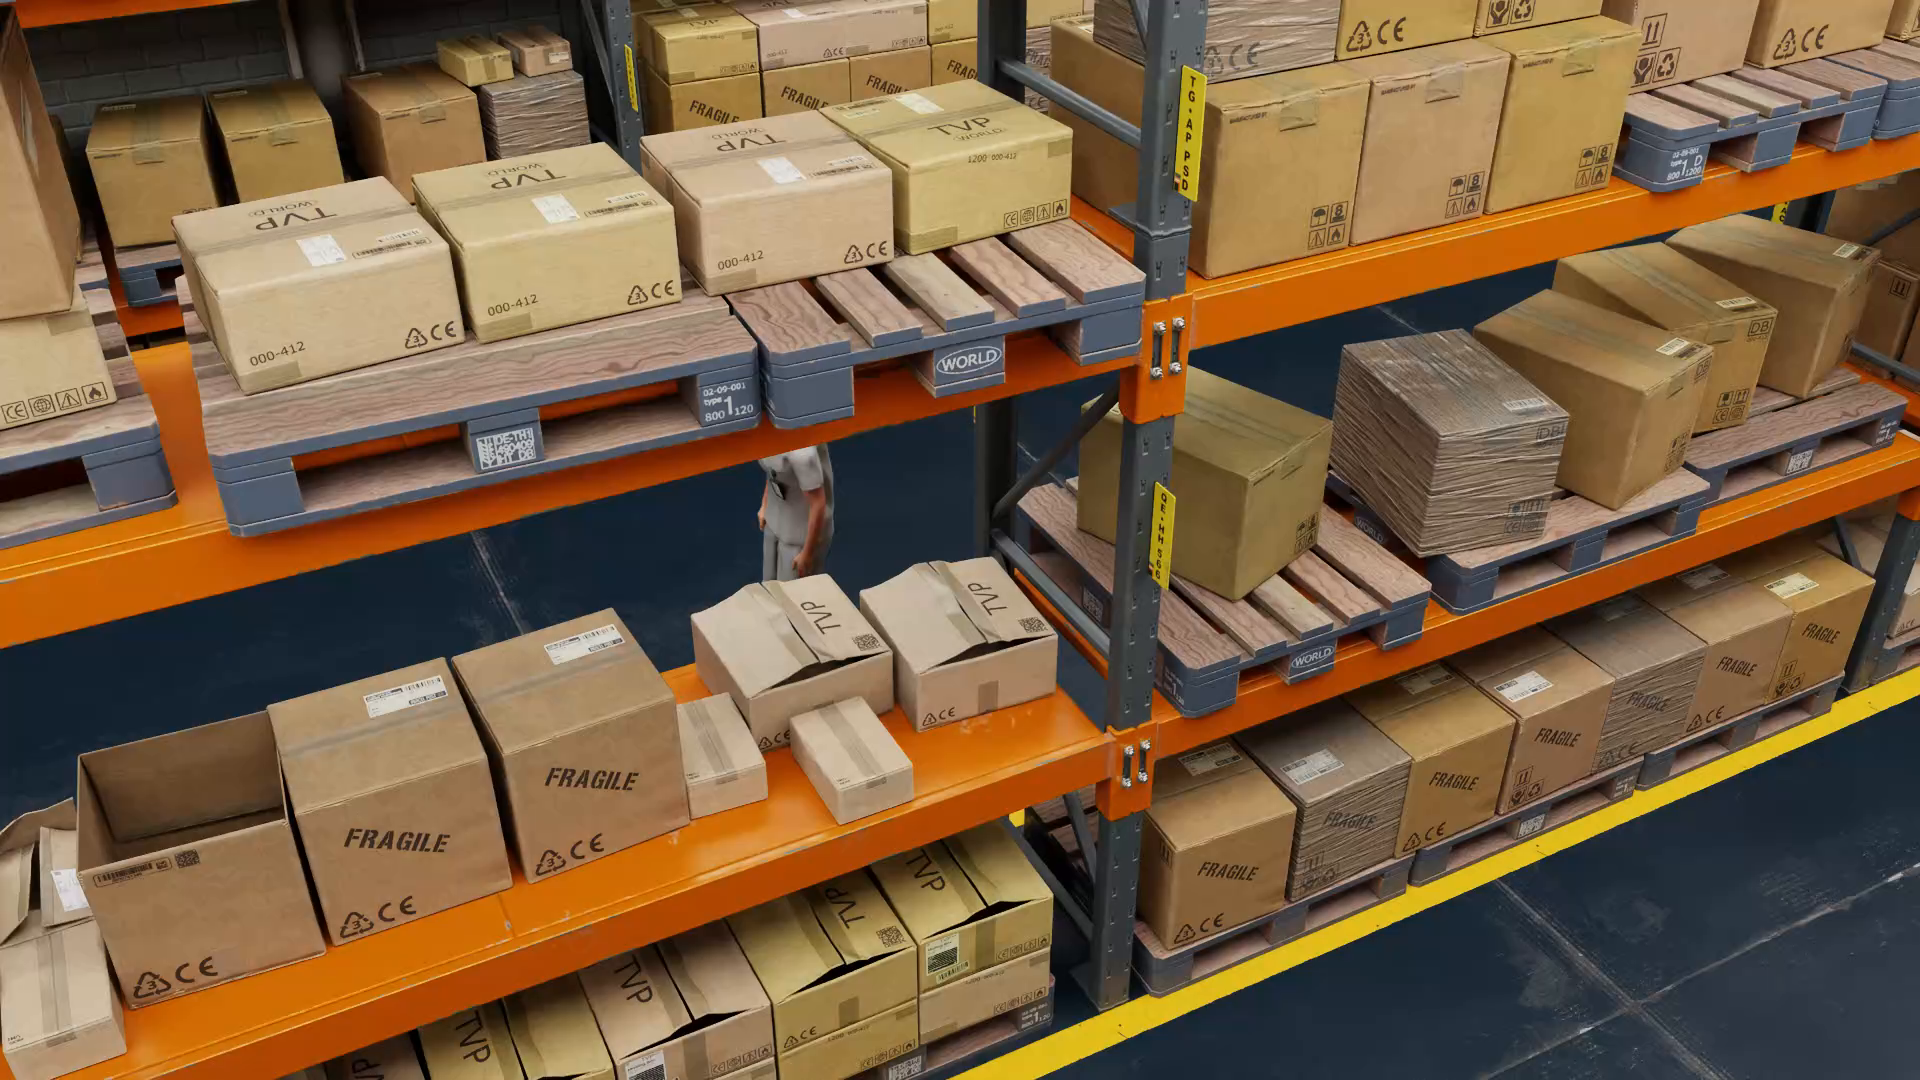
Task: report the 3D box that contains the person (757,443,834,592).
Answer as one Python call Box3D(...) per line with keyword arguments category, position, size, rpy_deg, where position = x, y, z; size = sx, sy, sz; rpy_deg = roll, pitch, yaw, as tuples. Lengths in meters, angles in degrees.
Box3D(category="person", position=(-0.756, -0.028, 7.184), size=(0.413, 1.672, 0.488), rpy_deg=(-17, 37, -24))
